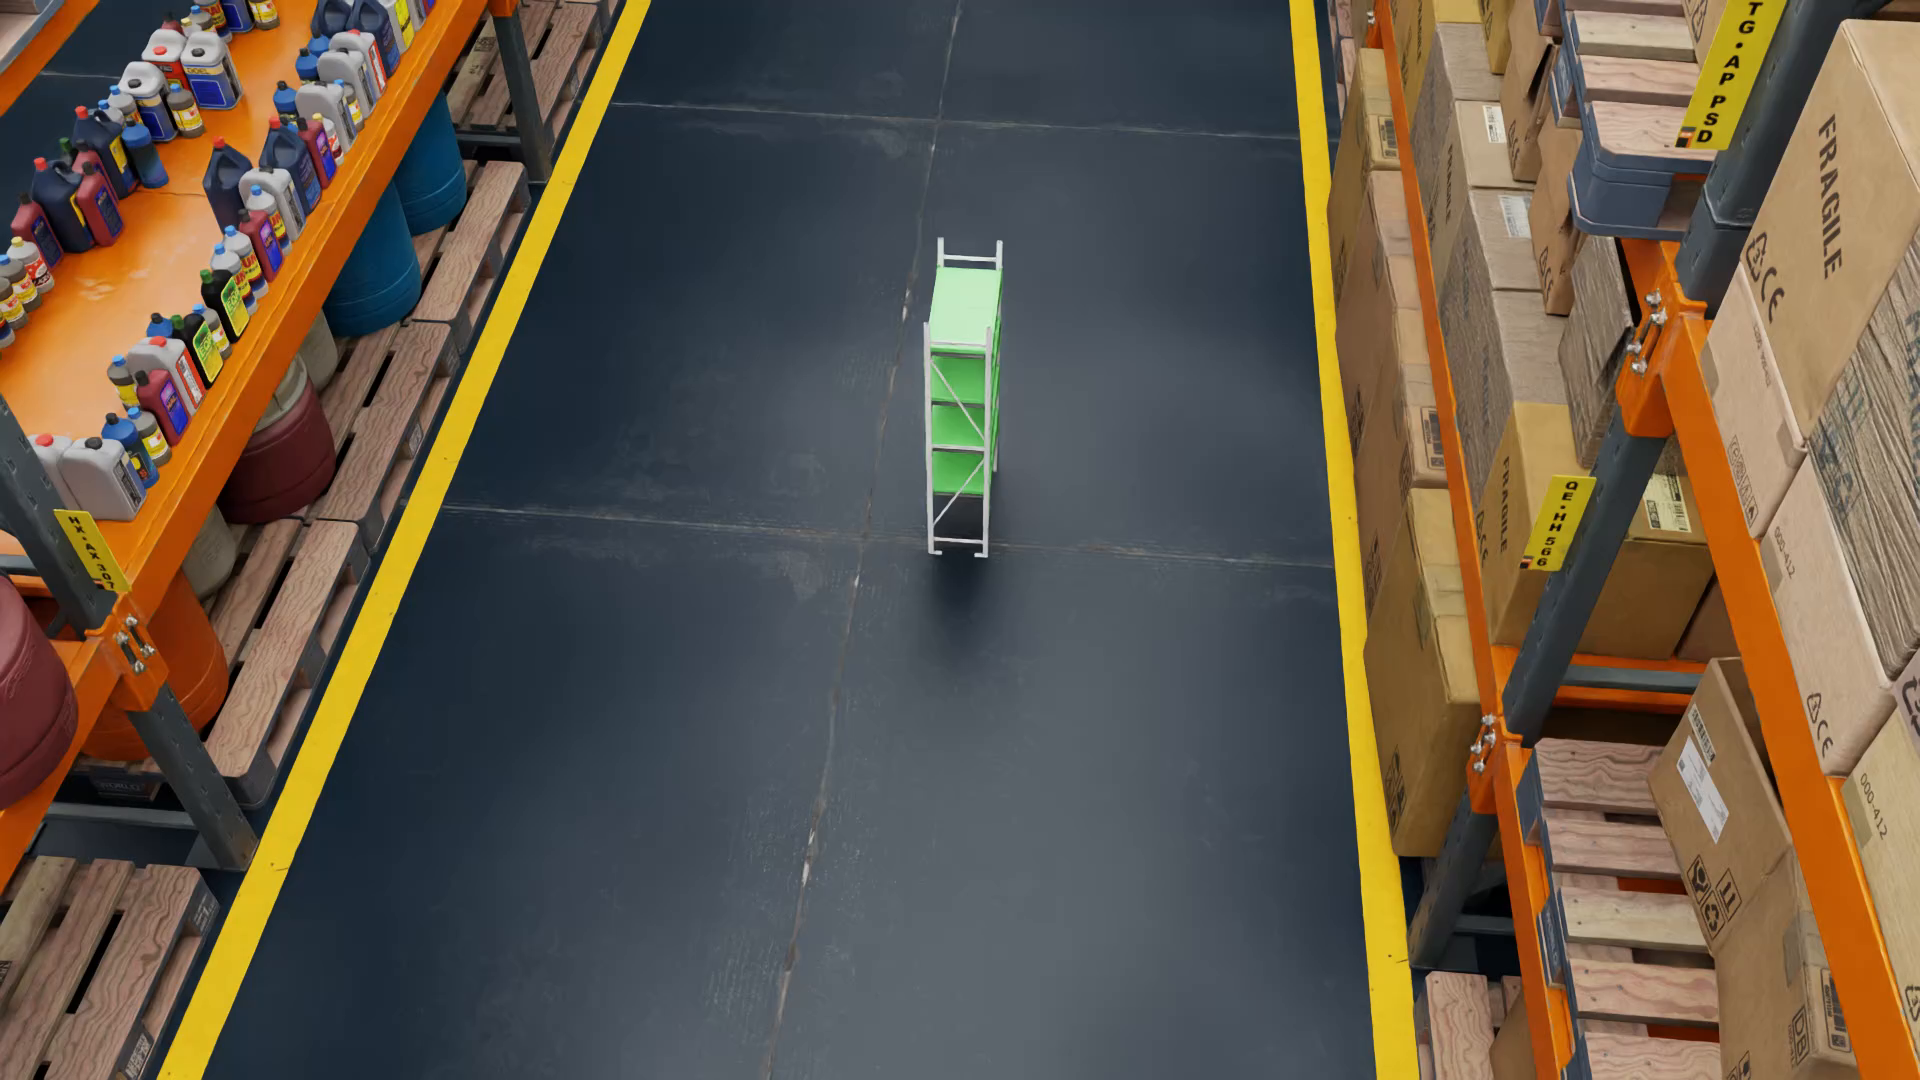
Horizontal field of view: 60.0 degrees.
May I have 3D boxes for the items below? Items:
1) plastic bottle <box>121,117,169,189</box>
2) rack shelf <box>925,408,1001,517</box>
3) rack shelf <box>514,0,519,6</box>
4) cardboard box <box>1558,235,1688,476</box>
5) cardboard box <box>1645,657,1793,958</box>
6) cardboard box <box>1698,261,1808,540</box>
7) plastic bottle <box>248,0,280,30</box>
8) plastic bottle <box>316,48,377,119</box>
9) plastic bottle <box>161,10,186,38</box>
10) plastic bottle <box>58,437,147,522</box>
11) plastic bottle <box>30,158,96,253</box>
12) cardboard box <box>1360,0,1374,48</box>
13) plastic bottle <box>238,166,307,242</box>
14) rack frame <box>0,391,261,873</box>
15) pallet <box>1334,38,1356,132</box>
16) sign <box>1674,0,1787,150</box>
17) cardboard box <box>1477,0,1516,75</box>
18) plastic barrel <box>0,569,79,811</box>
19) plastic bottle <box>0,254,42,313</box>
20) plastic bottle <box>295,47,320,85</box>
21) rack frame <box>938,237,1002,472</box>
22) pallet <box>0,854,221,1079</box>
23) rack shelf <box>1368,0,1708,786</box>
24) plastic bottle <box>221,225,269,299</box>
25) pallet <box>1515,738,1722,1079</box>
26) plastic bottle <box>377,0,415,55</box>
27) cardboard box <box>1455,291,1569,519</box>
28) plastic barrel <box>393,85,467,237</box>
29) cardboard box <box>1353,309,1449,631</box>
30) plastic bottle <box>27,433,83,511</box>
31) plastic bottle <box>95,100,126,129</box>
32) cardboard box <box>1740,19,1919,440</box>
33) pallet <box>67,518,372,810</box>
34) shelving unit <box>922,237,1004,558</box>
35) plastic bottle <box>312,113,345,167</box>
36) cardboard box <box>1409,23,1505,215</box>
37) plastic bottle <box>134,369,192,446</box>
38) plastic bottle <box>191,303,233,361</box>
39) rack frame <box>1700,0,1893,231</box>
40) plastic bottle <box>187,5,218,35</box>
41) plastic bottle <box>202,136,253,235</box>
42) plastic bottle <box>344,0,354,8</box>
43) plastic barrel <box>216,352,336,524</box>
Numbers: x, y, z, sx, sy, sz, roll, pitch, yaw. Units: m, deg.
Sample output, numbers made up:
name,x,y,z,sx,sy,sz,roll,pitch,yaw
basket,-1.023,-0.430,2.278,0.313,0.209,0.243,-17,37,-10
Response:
name,x,y,z,sx,sy,sz,roll,pitch,yaw
plastic bottle,-3.021,-1.439,6.147,0.097,0.271,0.097,0,48,0
rack shelf,0.015,-0.321,6.669,0.258,0.148,0.480,4,48,4
rack shelf,-2.400,-4.111,8.991,1.077,0.370,4.000,4,48,4
cardboard box,2.068,-0.520,4.471,0.797,0.503,0.637,5,48,5
cardboard box,1.976,0.612,3.831,0.500,0.500,0.500,-1,48,-1
cardboard box,1.689,-0.245,3.036,0.500,0.250,0.500,5,48,4
plastic bottle,-2.911,-2.239,6.926,0.097,0.201,0.097,0,48,0
plastic bottle,-2.388,-1.793,6.467,0.152,0.276,0.135,4,48,4
plastic bottle,-3.121,-1.951,6.607,0.061,0.283,0.133,4,48,4
plastic bottle,-2.585,-0.199,5.009,0.152,0.276,0.135,4,48,4
plastic bottle,-3.175,-1.208,5.881,0.144,0.351,0.185,4,48,4
cardboard box,2.490,-2.455,8.144,0.875,0.875,0.875,4,48,4
plastic bottle,-2.459,-1.218,5.941,0.152,0.276,0.135,4,48,4
rack frame,-2.947,0.055,4.693,1.000,3.000,0.127,4,48,4
pallet,2.497,-2.163,8.612,1.003,0.211,1.213,4,48,4
sign,1.434,-0.869,3.101,0.100,0.325,0.005,4,48,4
cardboard box,2.226,-1.950,5.779,0.797,0.503,0.637,4,48,4
plastic barrel,-2.687,0.371,4.312,0.600,0.536,0.708,4,48,4
plastic bottle,-3.232,-0.886,5.688,0.097,0.201,0.097,0,48,0
plastic bottle,-2.514,-1.786,6.464,0.097,0.271,0.097,0,48,0
rack frame,0.037,-0.706,6.608,0.240,1.200,0.015,4,48,4
pallet,-3.056,1.563,5.203,1.003,0.211,1.213,4,48,4
rack shelf,2.168,-0.839,5.998,1.077,0.370,4.000,4,48,4
plastic bottle,-2.463,-0.960,5.708,0.097,0.271,0.097,0,48,0
pallet,2.027,0.984,3.973,1.213,0.211,1.003,4,48,4
plastic bottle,-2.340,-2.170,6.761,0.144,0.351,0.185,4,48,4
cardboard box,1.835,-0.391,5.033,0.500,0.500,0.500,3,48,3
plastic barrel,-2.649,-1.919,7.636,0.600,0.901,0.708,4,48,4
cardboard box,2.158,-0.197,6.078,1.225,0.875,0.875,4,48,4
plastic bottle,-2.737,-0.209,5.019,0.152,0.276,0.135,4,48,4
plastic bottle,-3.156,-1.520,6.221,0.097,0.271,0.097,0,48,0
cardboard box,1.687,-0.498,2.760,0.500,0.500,0.500,4,48,4
pallet,-2.916,0.414,6.254,1.003,0.211,1.213,4,48,4
shelving unit,0.015,-0.527,6.444,0.258,1.200,0.503,4,48,4
plastic bottle,-2.392,-1.510,6.259,0.097,0.201,0.097,0,48,0
cardboard box,1.968,-1.526,6.071,0.500,0.500,0.500,3,48,3
plastic bottle,-2.510,-0.440,5.225,0.061,0.283,0.133,4,48,4
plastic bottle,-2.493,-0.695,5.514,0.097,0.201,0.097,0,48,0
rack frame,1.986,-1.636,2.174,1.000,3.000,0.127,4,48,4
plastic bottle,-3.084,-2.079,6.779,0.097,0.201,0.097,0,48,0
plastic bottle,-2.604,-1.272,5.940,0.144,0.351,0.185,4,48,4
plastic bottle,-2.484,-2.180,6.770,0.144,0.351,0.185,4,48,4
plastic barrel,-2.816,-0.463,6.516,0.600,0.588,0.708,4,48,4
